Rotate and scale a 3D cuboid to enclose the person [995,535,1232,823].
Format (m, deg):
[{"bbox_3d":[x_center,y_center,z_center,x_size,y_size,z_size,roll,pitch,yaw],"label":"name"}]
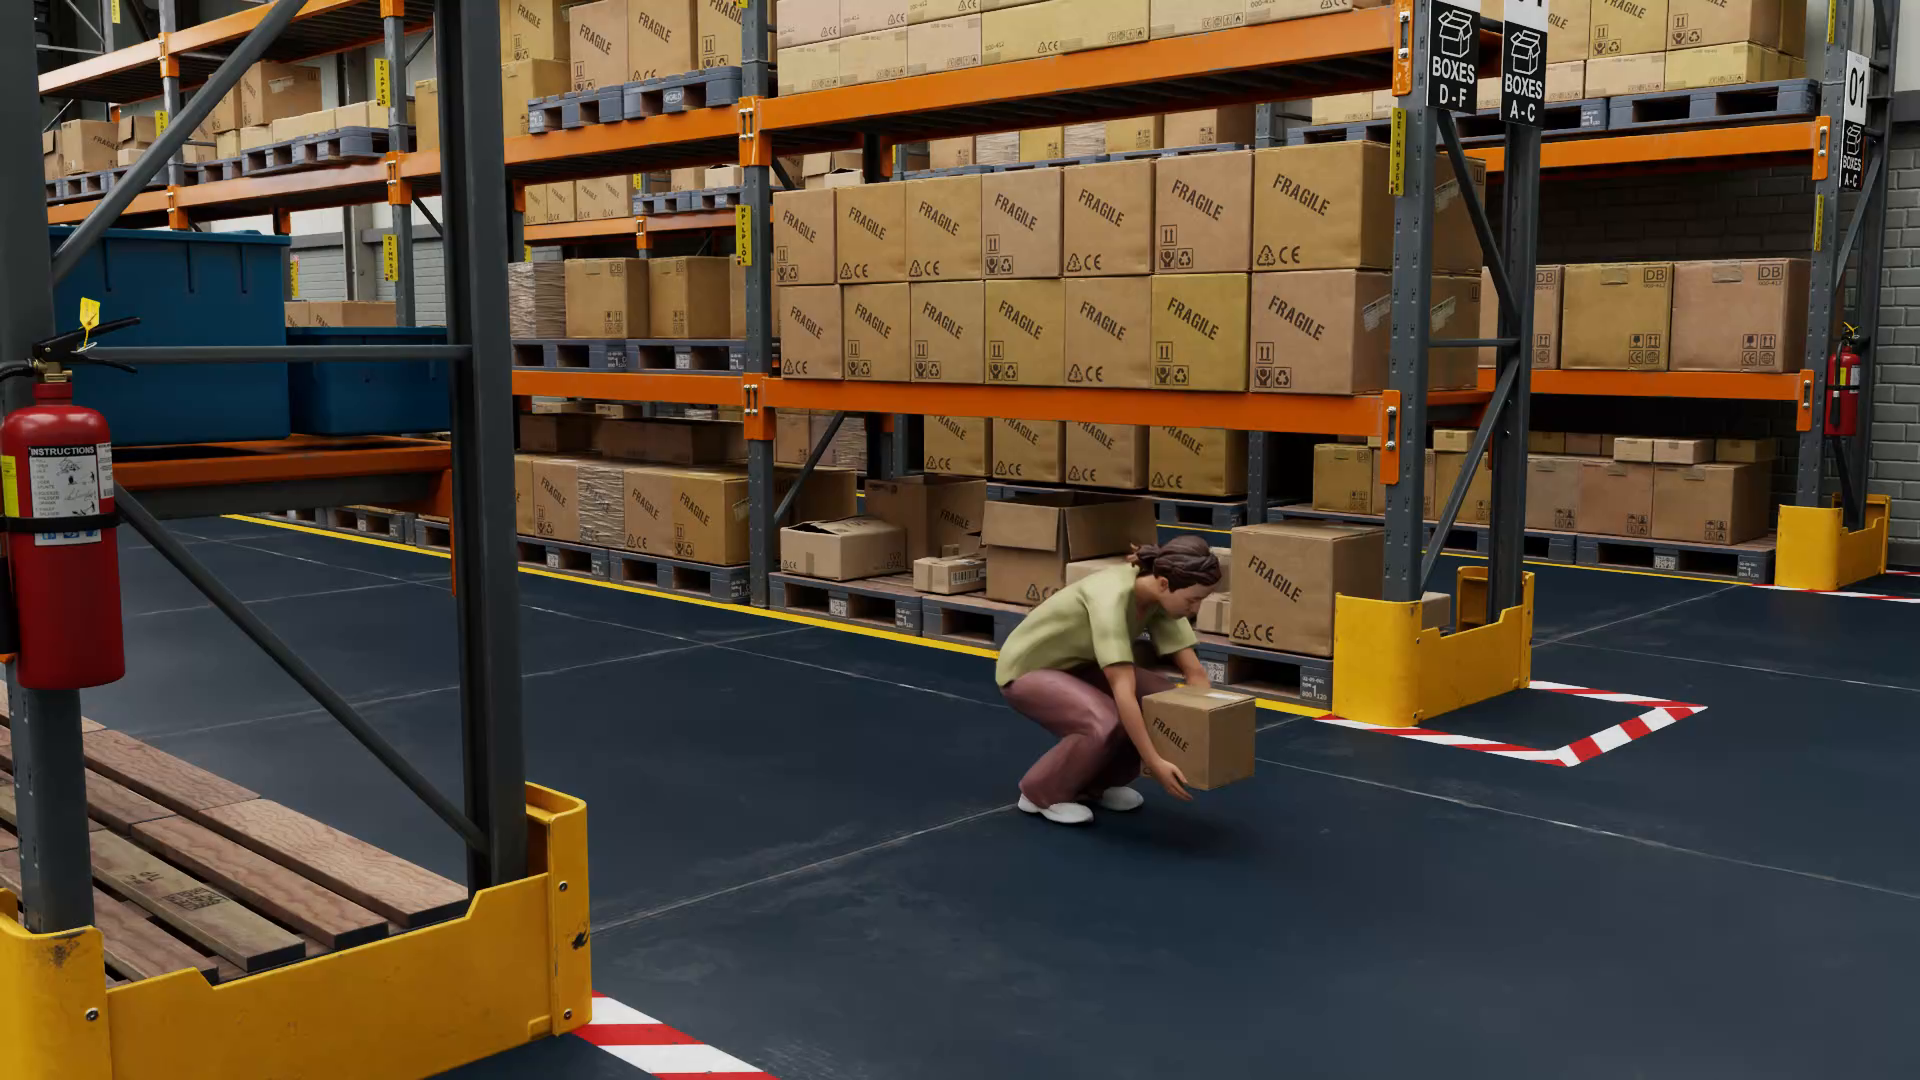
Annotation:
[{"bbox_3d":[0.493,0.432,5.311,0.800,0.936,0.491,7,10,43],"label":"person"}]
